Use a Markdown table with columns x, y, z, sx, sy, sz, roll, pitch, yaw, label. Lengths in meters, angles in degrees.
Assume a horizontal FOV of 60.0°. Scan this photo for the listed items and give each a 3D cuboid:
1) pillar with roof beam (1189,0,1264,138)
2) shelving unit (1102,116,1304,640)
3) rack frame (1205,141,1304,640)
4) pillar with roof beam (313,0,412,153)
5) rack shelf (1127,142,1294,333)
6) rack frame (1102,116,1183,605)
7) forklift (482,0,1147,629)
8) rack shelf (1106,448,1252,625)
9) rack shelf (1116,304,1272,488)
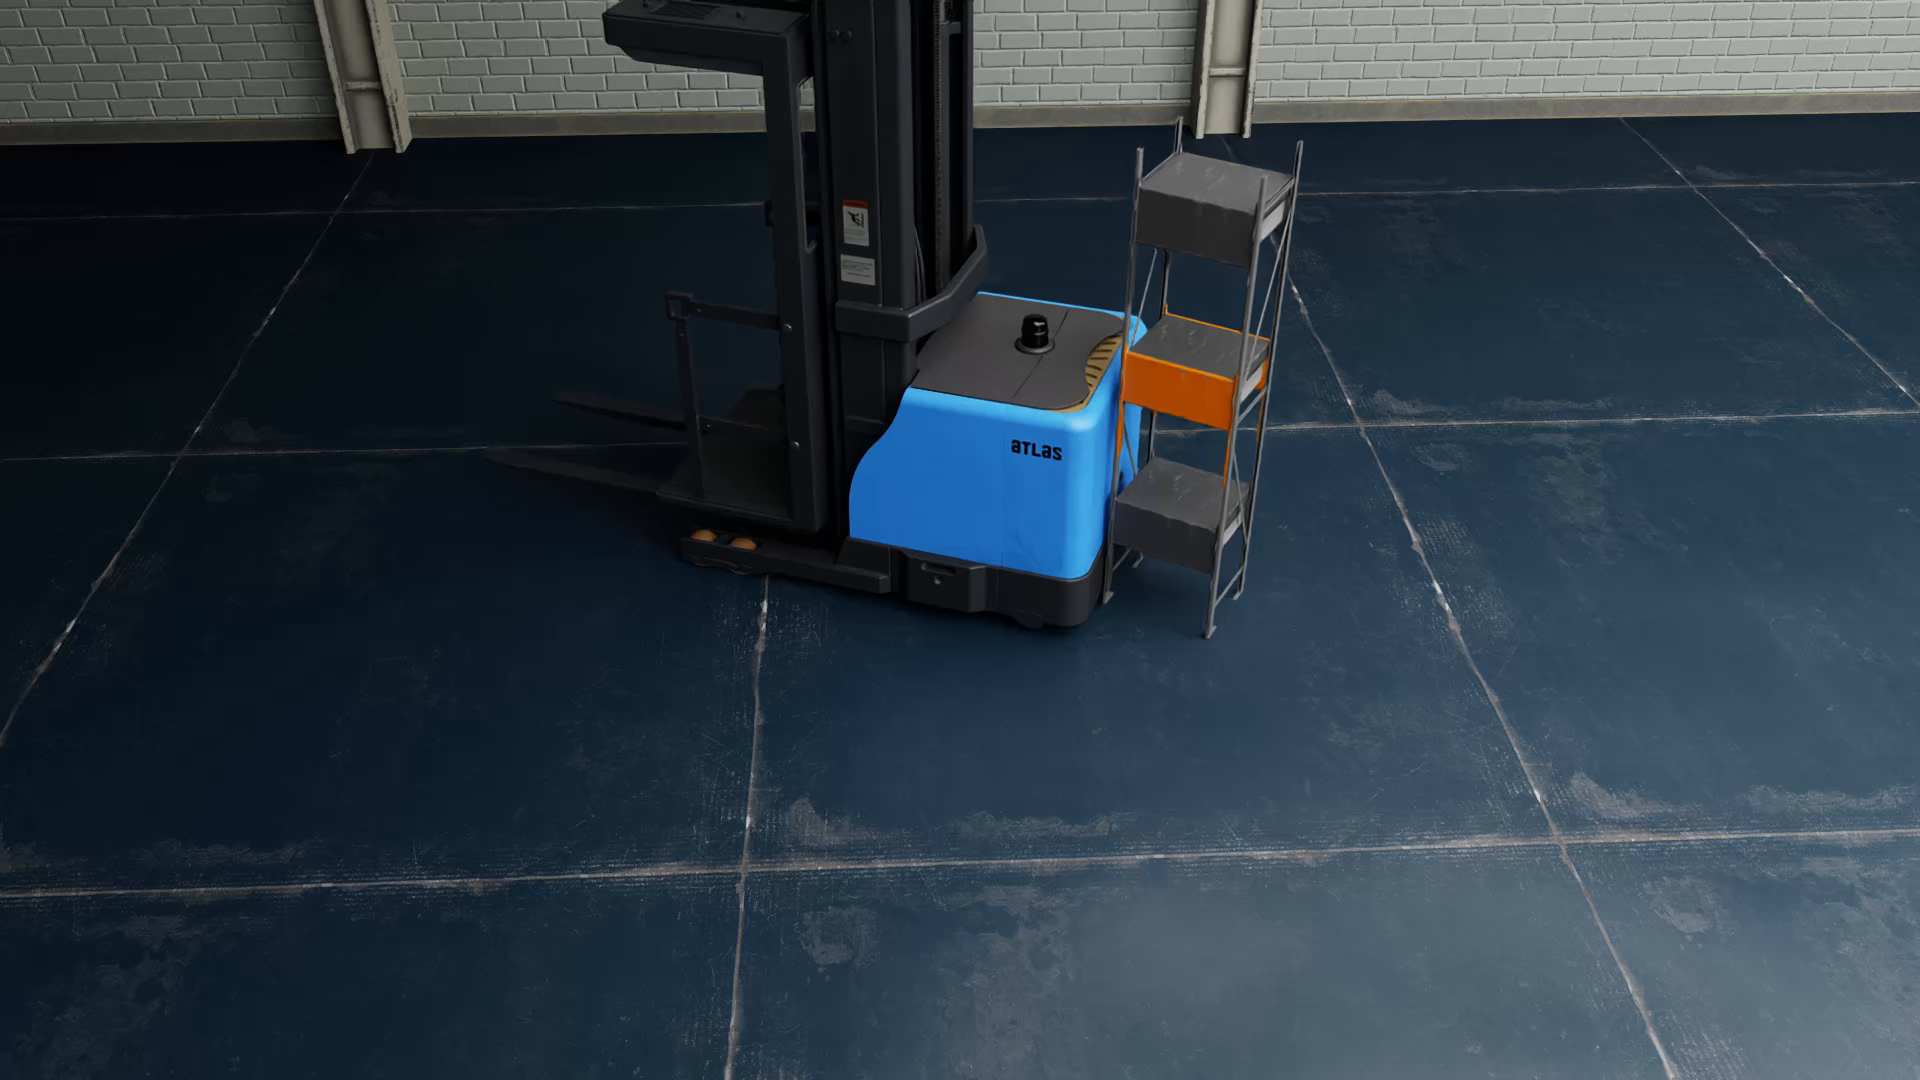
| x | y | z | sx | sy | sz | roll | pitch | yaw | label |
| --- | --- | --- | --- | --- | --- | --- | --- | --- | --- |
| 2.079 | -4.221 | 5.941 | 0.400 | 9.000 | 9.100 | -2 | 35 | -2 | pillar with roof beam |
| 0.956 | -0.604 | 6.772 | 0.503 | 2.100 | 0.431 | 19 | 39 | 23 | shelving unit |
| 1.169 | -0.533 | 6.675 | 0.015 | 2.100 | 0.400 | 19 | 39 | 23 | rack frame |
| -3.914 | -4.059 | 5.708 | 0.400 | 9.000 | 9.100 | -2 | 35 | -2 | pillar with roof beam |
| 0.964 | -1.166 | 6.377 | 0.480 | 0.518 | 0.431 | 19 | 39 | 23 | rack shelf |
| 0.744 | -0.675 | 6.869 | 0.015 | 2.100 | 0.400 | 19 | 39 | 23 | rack frame |
| -0.743 | -1.320 | 7.082 | 3.031 | 2.935 | 1.130 | 11 | 36 | 15 | forklift |
| 0.949 | -0.021 | 7.182 | 0.480 | 0.518 | 0.431 | 19 | 39 | 23 | rack shelf |
| 0.956 | -0.593 | 6.780 | 0.480 | 0.518 | 0.431 | 19 | 39 | 23 | rack shelf |
